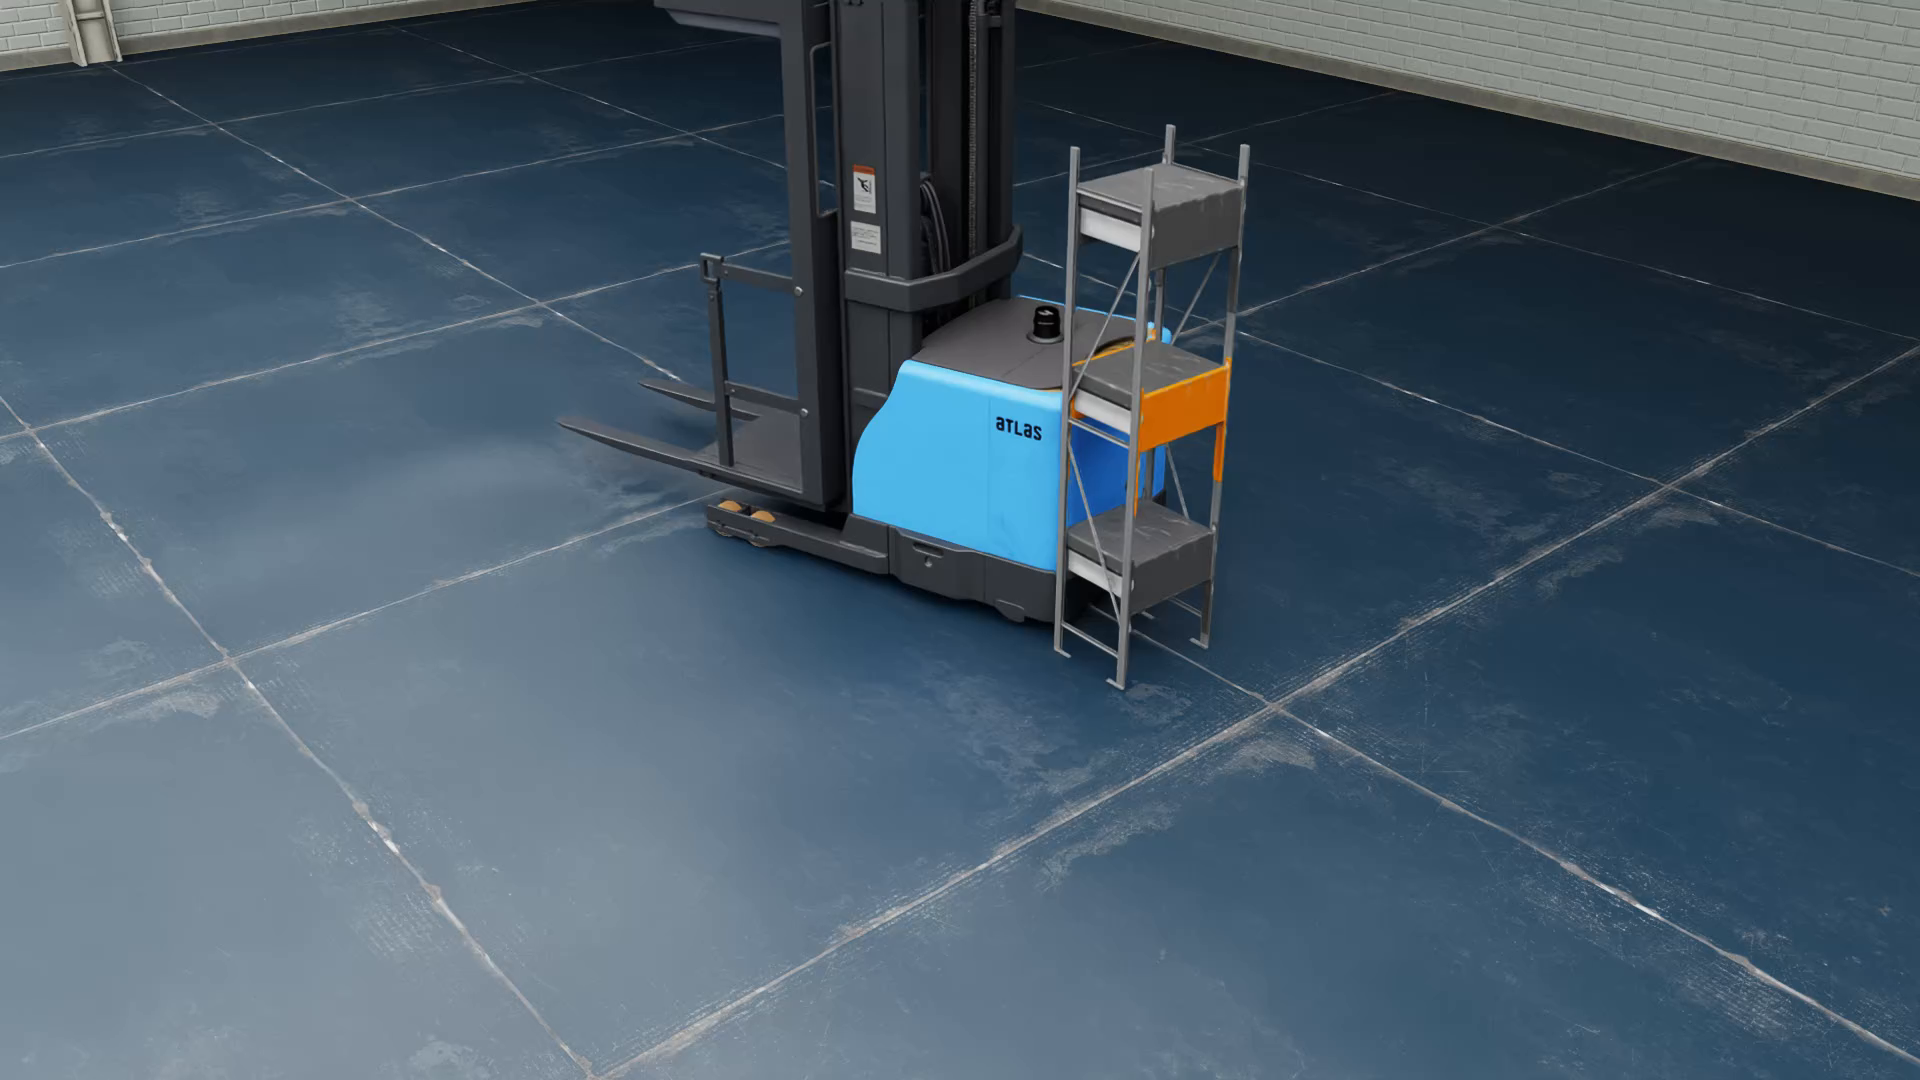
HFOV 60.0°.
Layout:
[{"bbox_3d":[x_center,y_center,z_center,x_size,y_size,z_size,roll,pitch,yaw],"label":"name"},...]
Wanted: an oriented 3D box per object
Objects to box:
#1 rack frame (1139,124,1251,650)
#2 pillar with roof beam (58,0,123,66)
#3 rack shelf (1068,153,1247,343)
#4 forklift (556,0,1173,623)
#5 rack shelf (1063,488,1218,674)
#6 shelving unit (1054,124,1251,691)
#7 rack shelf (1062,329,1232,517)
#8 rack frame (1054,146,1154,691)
[{"bbox_3d":[0.899,-0.546,6.544,0.015,2.100,0.400,-21,35,-35],"label":"rack frame"},{"bbox_3d":[-5.920,-7.266,11.800,0.400,9.000,9.100,-22,35,-35],"label":"pillar with roof beam"},{"bbox_3d":[0.713,-1.078,6.083,0.480,0.518,0.431,-21,35,-35],"label":"rack shelf"},{"bbox_3d":[-0.583,-1.452,7.357,3.031,2.935,1.130,16,32,28],"label":"forklift"},{"bbox_3d":[0.710,0.157,6.741,0.480,0.518,0.431,-21,35,-35],"label":"rack shelf"},{"bbox_3d":[0.712,-0.473,6.405,0.503,2.100,0.431,-21,35,-35],"label":"shelving unit"},{"bbox_3d":[0.712,-0.461,6.412,0.480,0.518,0.431,-21,35,-35],"label":"rack shelf"},{"bbox_3d":[0.525,-0.399,6.267,0.015,2.100,0.400,-21,35,-35],"label":"rack frame"}]
